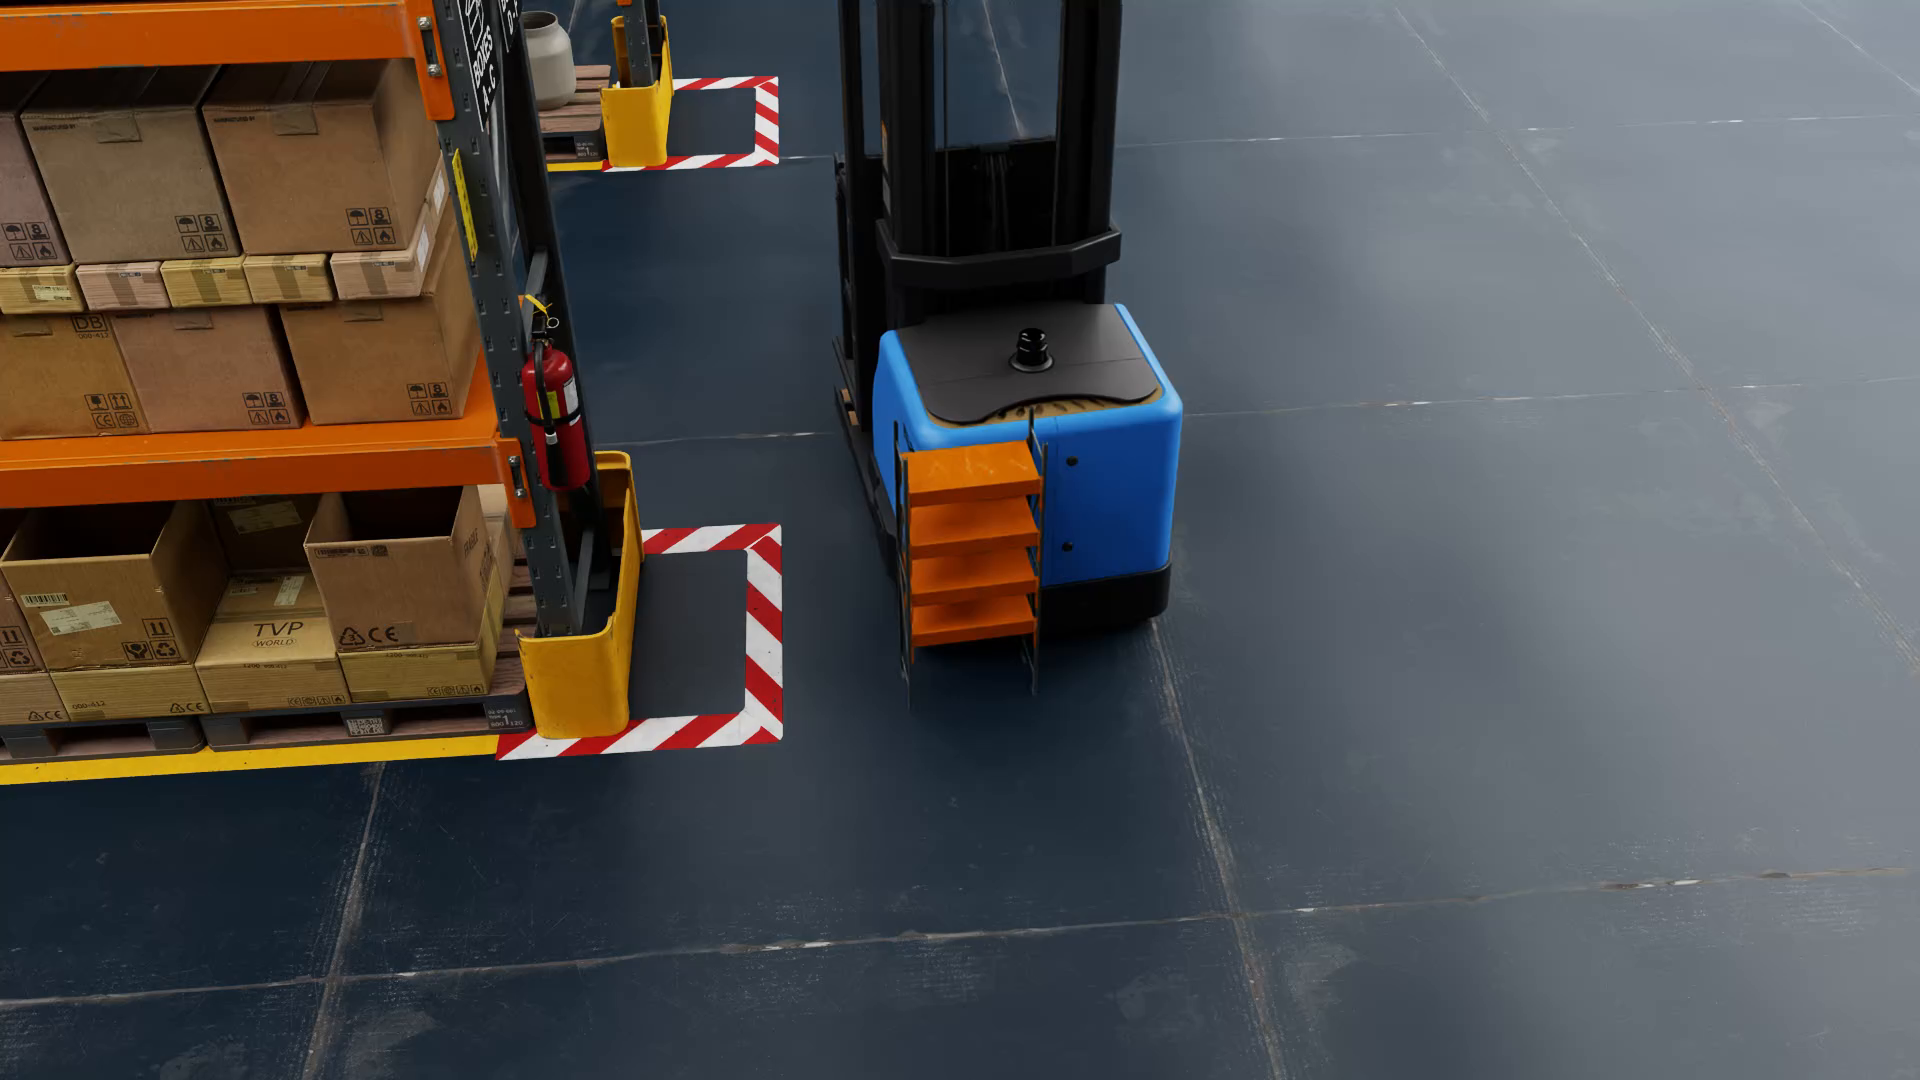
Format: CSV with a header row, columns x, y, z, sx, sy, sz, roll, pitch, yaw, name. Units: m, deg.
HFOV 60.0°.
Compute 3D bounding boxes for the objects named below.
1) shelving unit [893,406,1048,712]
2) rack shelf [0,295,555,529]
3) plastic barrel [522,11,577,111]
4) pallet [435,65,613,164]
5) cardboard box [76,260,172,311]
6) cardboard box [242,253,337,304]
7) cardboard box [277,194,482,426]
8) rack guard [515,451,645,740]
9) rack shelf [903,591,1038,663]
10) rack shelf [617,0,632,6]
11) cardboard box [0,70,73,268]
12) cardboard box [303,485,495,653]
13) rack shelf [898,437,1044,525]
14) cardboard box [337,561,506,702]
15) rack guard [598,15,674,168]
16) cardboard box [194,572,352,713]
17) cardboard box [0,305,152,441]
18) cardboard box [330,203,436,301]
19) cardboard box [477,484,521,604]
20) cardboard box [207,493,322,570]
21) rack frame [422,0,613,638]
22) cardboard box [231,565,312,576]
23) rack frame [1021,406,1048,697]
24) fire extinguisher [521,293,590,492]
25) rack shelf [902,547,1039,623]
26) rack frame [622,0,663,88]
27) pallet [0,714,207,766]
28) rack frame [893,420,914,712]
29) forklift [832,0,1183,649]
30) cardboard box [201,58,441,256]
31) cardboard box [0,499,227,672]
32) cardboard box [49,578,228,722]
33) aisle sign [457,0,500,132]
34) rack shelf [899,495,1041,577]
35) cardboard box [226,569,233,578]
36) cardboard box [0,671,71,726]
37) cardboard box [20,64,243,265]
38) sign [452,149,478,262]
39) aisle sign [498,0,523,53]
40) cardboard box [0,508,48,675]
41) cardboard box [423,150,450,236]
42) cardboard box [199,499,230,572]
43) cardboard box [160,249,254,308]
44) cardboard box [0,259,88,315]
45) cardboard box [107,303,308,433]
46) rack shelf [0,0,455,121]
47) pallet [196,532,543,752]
x,y,z,sx,sy,sz,roll,pitch,yaw,name
0.033,0.095,6.159,0.503,1.200,0.258,-6,39,-8,shelving unit
-3.504,-0.395,5.910,4.000,0.370,1.077,-3,38,-4,rack shelf
-2.595,-2.949,10.235,0.421,0.512,0.421,0,38,0,plastic barrel
-2.828,-2.674,10.469,1.213,0.211,1.003,-3,38,-4,pallet
-2.641,-0.901,5.366,0.250,0.149,0.380,-3,38,-3,cardboard box
-2.136,-0.927,5.399,0.250,0.149,0.380,-2,38,-3,cardboard box
-1.978,-0.809,5.773,0.500,0.500,0.700,-3,38,-4,cardboard box
-1.488,0.193,6.602,0.348,0.500,1.175,-3,38,-4,rack guard
0.033,0.302,6.326,0.480,0.148,0.258,-6,39,-8,rack shelf
-3.939,-3.452,9.784,4.000,0.370,1.077,-3,38,-4,rack shelf
-3.056,-1.255,5.291,0.500,0.500,0.700,-3,38,-4,cardboard box
-2.019,0.046,6.046,0.500,0.500,0.500,-3,38,-4,cardboard box
0.034,-0.211,5.913,0.480,0.148,0.258,-6,39,-8,rack shelf
-2.020,0.339,6.279,0.500,0.250,0.500,-3,38,-4,cardboard box
-2.018,-2.829,10.432,0.348,0.500,1.175,-3,38,-4,rack guard
-2.516,0.374,6.235,0.500,0.250,0.500,-3,38,-4,cardboard box
-2.995,-0.753,5.702,0.500,0.500,0.700,-3,38,-4,cardboard box
-1.875,-0.943,5.419,0.250,0.149,0.380,-4,38,-5,cardboard box
-2.065,0.019,6.684,0.500,0.250,0.500,-3,38,-4,cardboard box
-2.563,-0.246,6.416,0.500,0.500,0.500,-3,38,-4,cardboard box
-1.512,-0.787,5.826,0.127,3.000,1.000,-3,38,-4,rack frame
-2.563,0.049,6.647,0.500,0.250,0.500,-3,38,-4,cardboard box
0.273,0.067,6.194,0.015,1.200,0.240,-6,39,-8,rack frame
-1.353,-0.477,5.495,0.183,0.674,0.296,-3,38,-4,fire extinguisher
0.033,0.147,6.201,0.480,0.148,0.258,-6,39,-8,rack shelf
-1.947,-3.844,9.700,0.127,3.000,1.000,-3,38,-4,rack frame
-3.482,0.440,6.522,1.213,0.211,1.003,-3,38,-4,pallet
-0.207,0.122,6.125,0.015,1.200,0.240,-6,39,-8,rack frame
0.023,-1.634,6.955,1.130,2.935,3.031,-8,39,-10,forklift
-2.030,-1.315,5.367,0.500,0.500,0.700,-3,38,-4,cardboard box
-3.014,0.110,5.965,0.500,0.500,0.500,-3,38,-4,cardboard box
-3.014,0.402,6.199,0.500,0.250,0.500,-3,38,-4,cardboard box
-1.420,-1.630,4.796,0.004,0.787,0.394,-3,38,-4,aisle sign
0.033,-0.027,6.061,0.480,0.148,0.258,-6,39,-8,rack shelf
-3.061,0.076,6.612,0.500,0.250,0.500,-3,38,-4,cardboard box
-3.513,0.429,6.166,0.500,0.250,0.500,-3,38,-4,cardboard box
-2.554,-1.283,5.326,0.500,0.500,0.700,-4,38,-5,cardboard box
-1.477,-0.999,4.969,0.005,0.325,0.100,-3,38,-4,sign
-1.473,-2.000,5.265,0.004,0.787,0.394,-3,38,-4,aisle sign
-3.512,0.136,5.931,0.500,0.500,0.500,-3,38,-4,cardboard box
-1.921,-1.193,5.735,0.250,0.149,0.380,-3,38,-4,cardboard box
-3.060,-0.211,6.371,0.500,0.500,0.500,-3,38,-4,cardboard box
-2.391,-0.913,5.382,0.250,0.149,0.380,-4,38,-5,cardboard box
-2.903,-0.886,5.347,0.250,0.149,0.380,-2,38,-3,cardboard box
-2.500,-0.777,5.732,0.500,0.500,0.700,-2,38,-3,cardboard box
-3.504,-1.573,4.981,4.000,0.370,1.077,-3,38,-4,rack shelf
-2.270,0.375,6.604,1.213,0.211,1.003,-3,38,-4,pallet
